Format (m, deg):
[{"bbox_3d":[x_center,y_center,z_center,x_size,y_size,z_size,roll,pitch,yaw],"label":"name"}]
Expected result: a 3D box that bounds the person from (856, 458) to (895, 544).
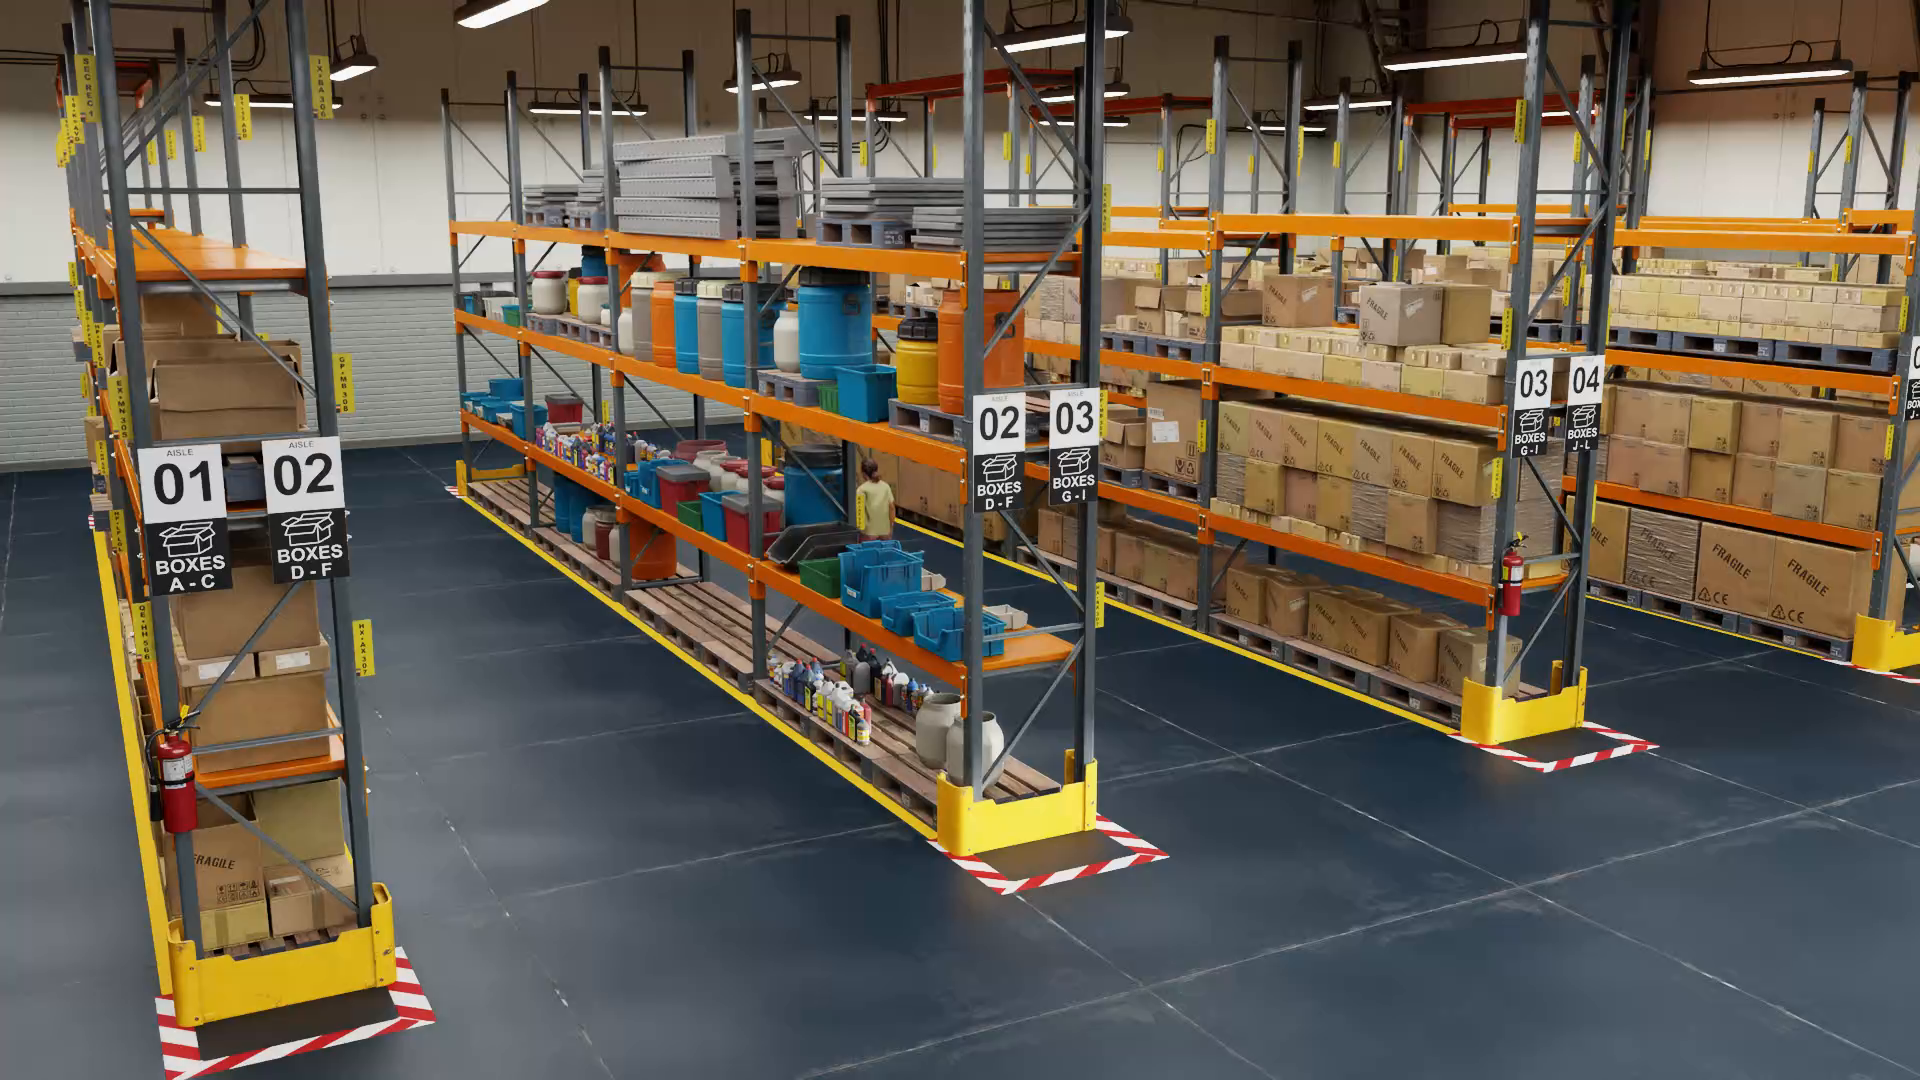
[{"bbox_3d":[-0.958,-0.070,18.298,0.514,1.671,0.364,-7,14,-31],"label":"person"}]
